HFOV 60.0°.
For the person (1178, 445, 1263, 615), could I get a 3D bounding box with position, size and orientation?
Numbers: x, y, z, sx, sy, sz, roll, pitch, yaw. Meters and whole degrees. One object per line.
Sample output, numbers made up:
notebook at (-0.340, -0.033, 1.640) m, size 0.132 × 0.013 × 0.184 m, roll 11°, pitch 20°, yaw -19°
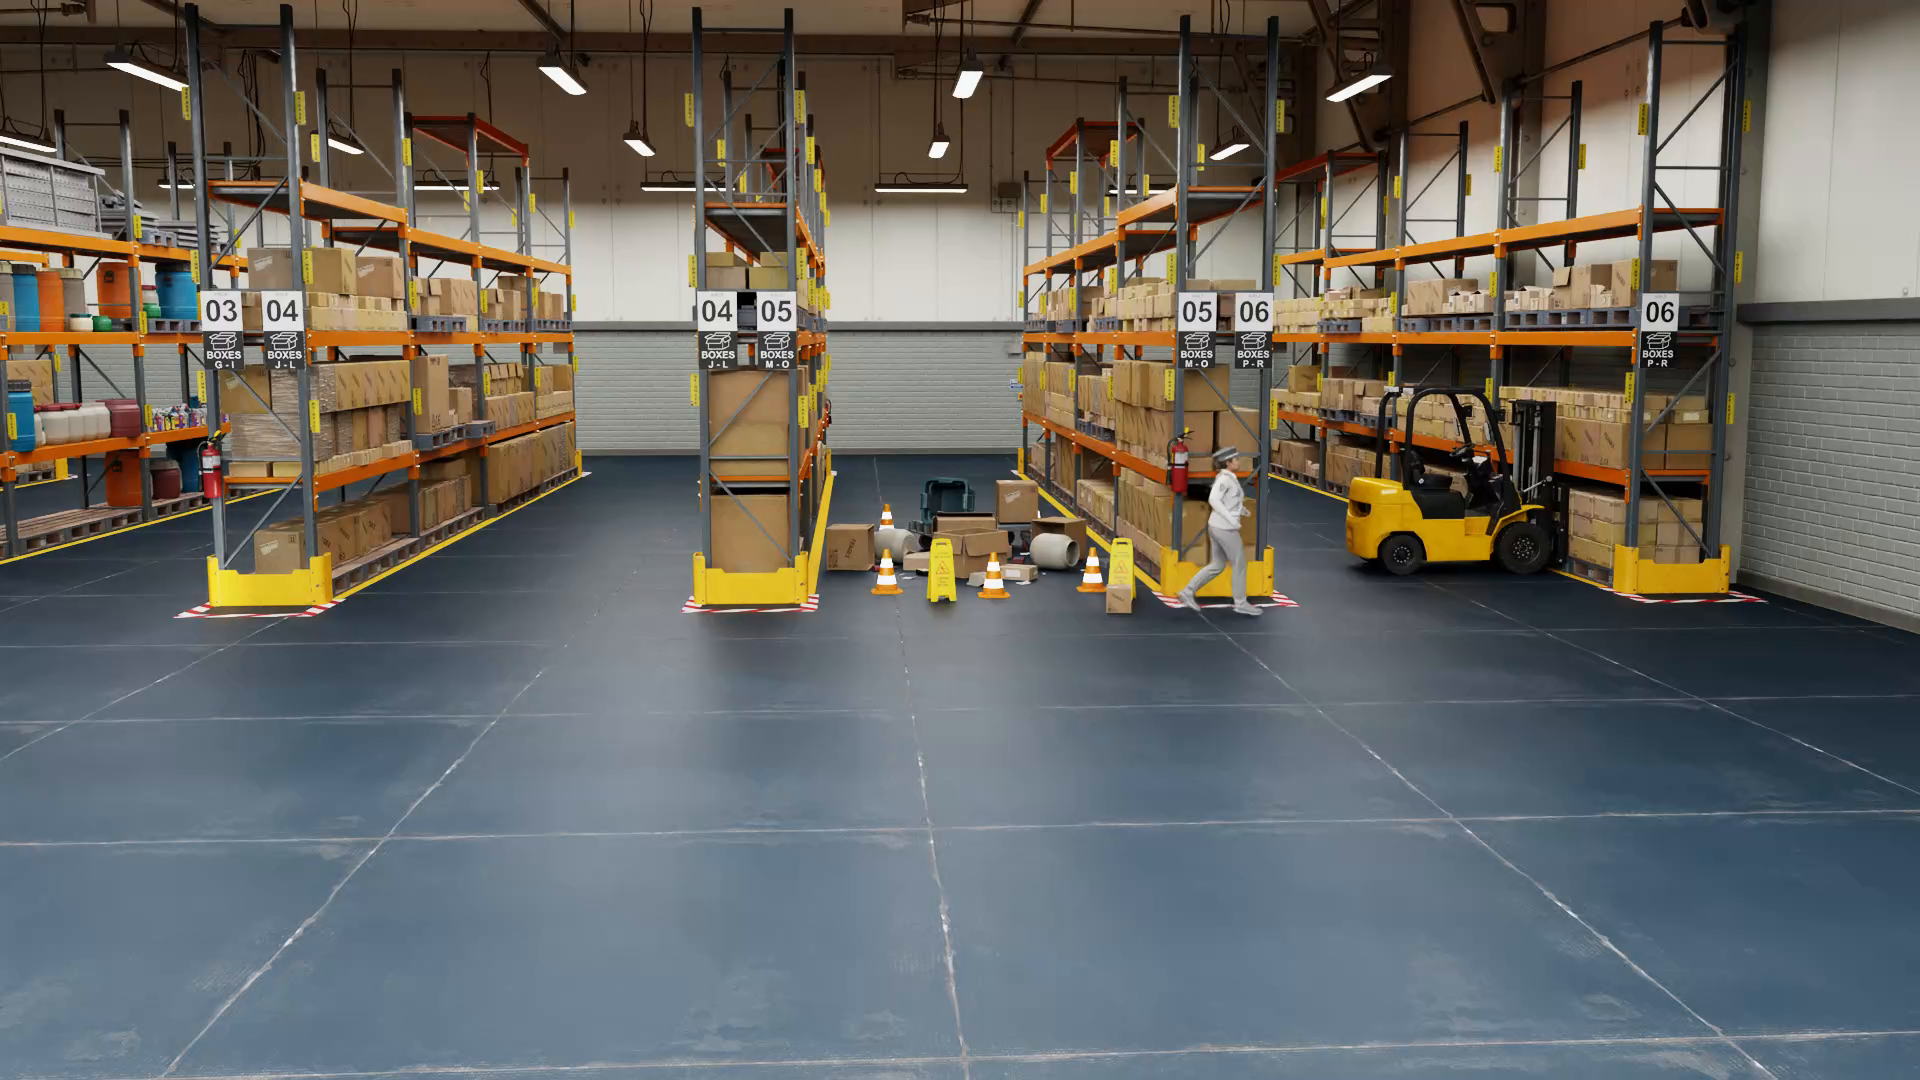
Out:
person at (2.576, -0.096, 16.303) m, size 0.843 × 1.684 × 0.641 m, roll 0°, pitch 7°, yaw -1°
